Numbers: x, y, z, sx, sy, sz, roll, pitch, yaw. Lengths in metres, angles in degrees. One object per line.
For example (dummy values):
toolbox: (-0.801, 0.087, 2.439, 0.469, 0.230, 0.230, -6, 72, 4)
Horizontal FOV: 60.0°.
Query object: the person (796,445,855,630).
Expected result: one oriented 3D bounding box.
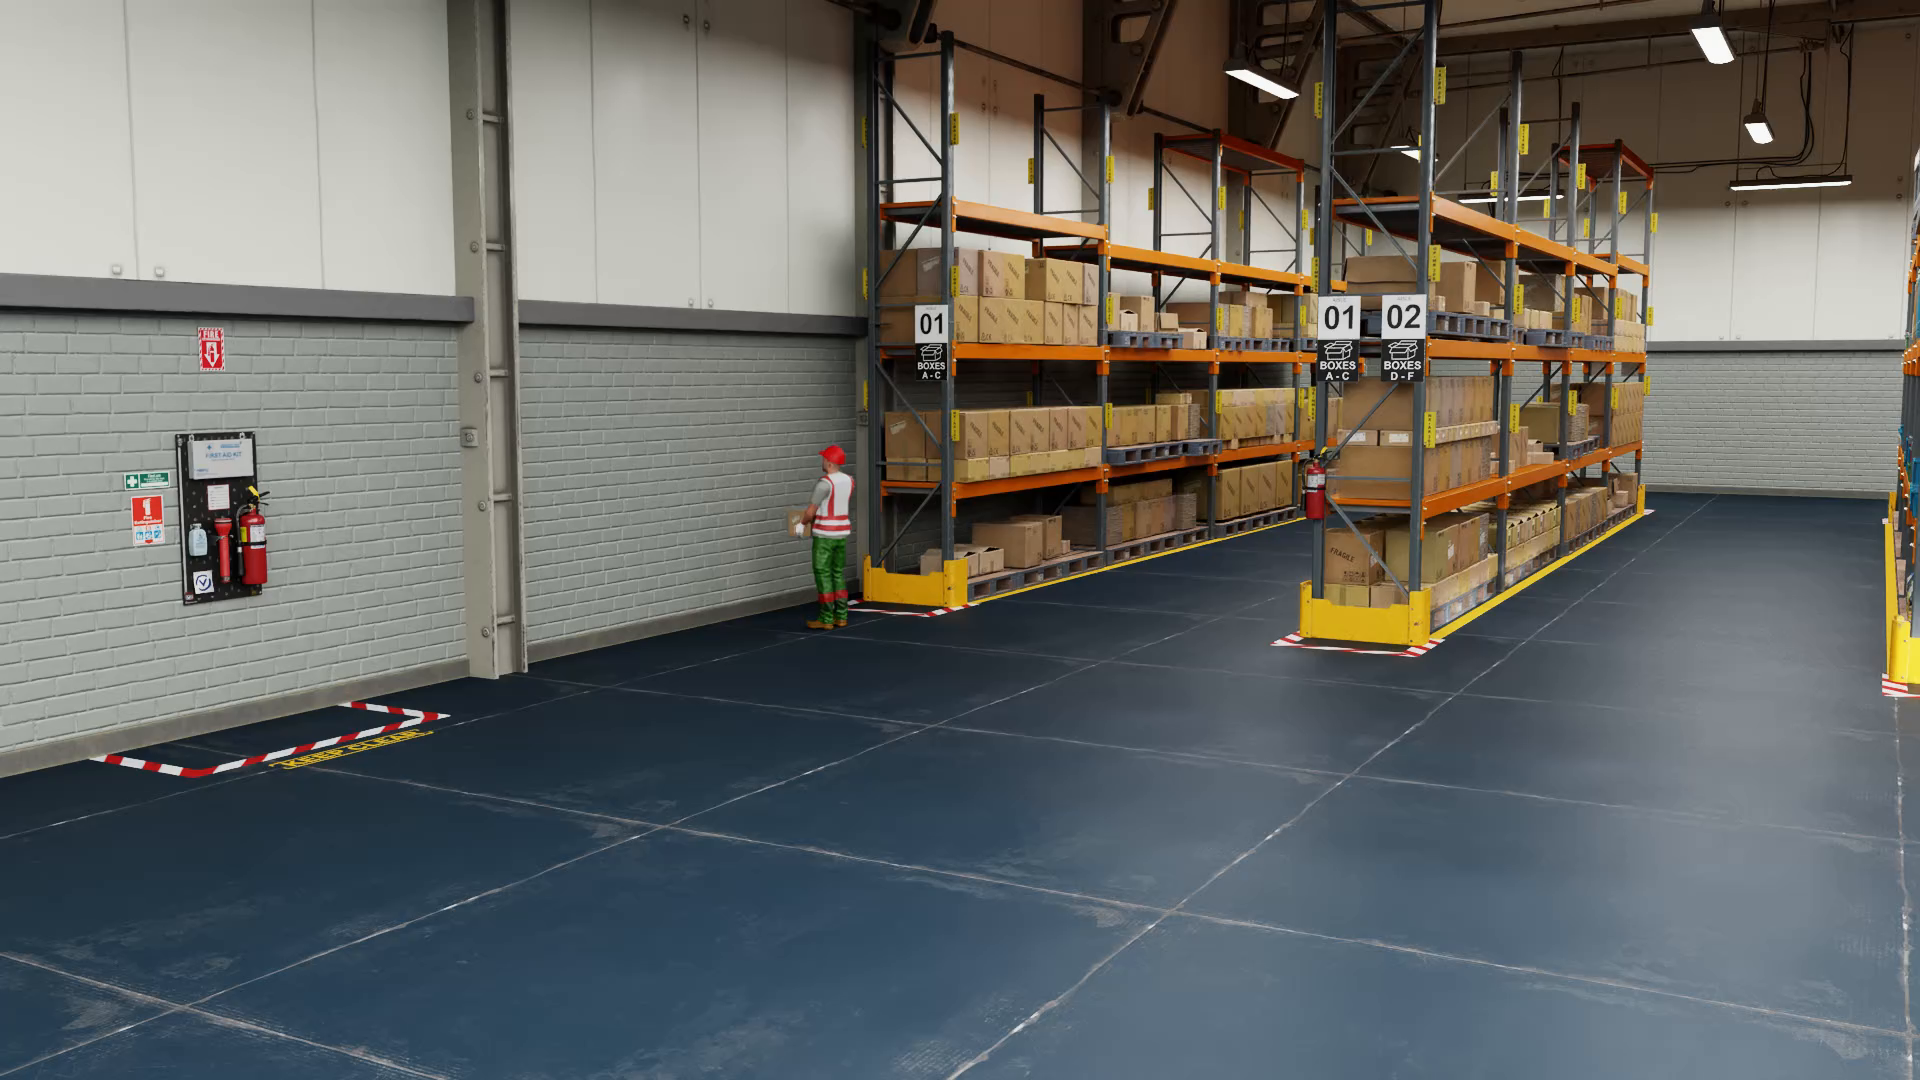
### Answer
person: (-1.340, -0.037, 16.311, 0.556, 1.792, 0.506, 4, 7, 37)
